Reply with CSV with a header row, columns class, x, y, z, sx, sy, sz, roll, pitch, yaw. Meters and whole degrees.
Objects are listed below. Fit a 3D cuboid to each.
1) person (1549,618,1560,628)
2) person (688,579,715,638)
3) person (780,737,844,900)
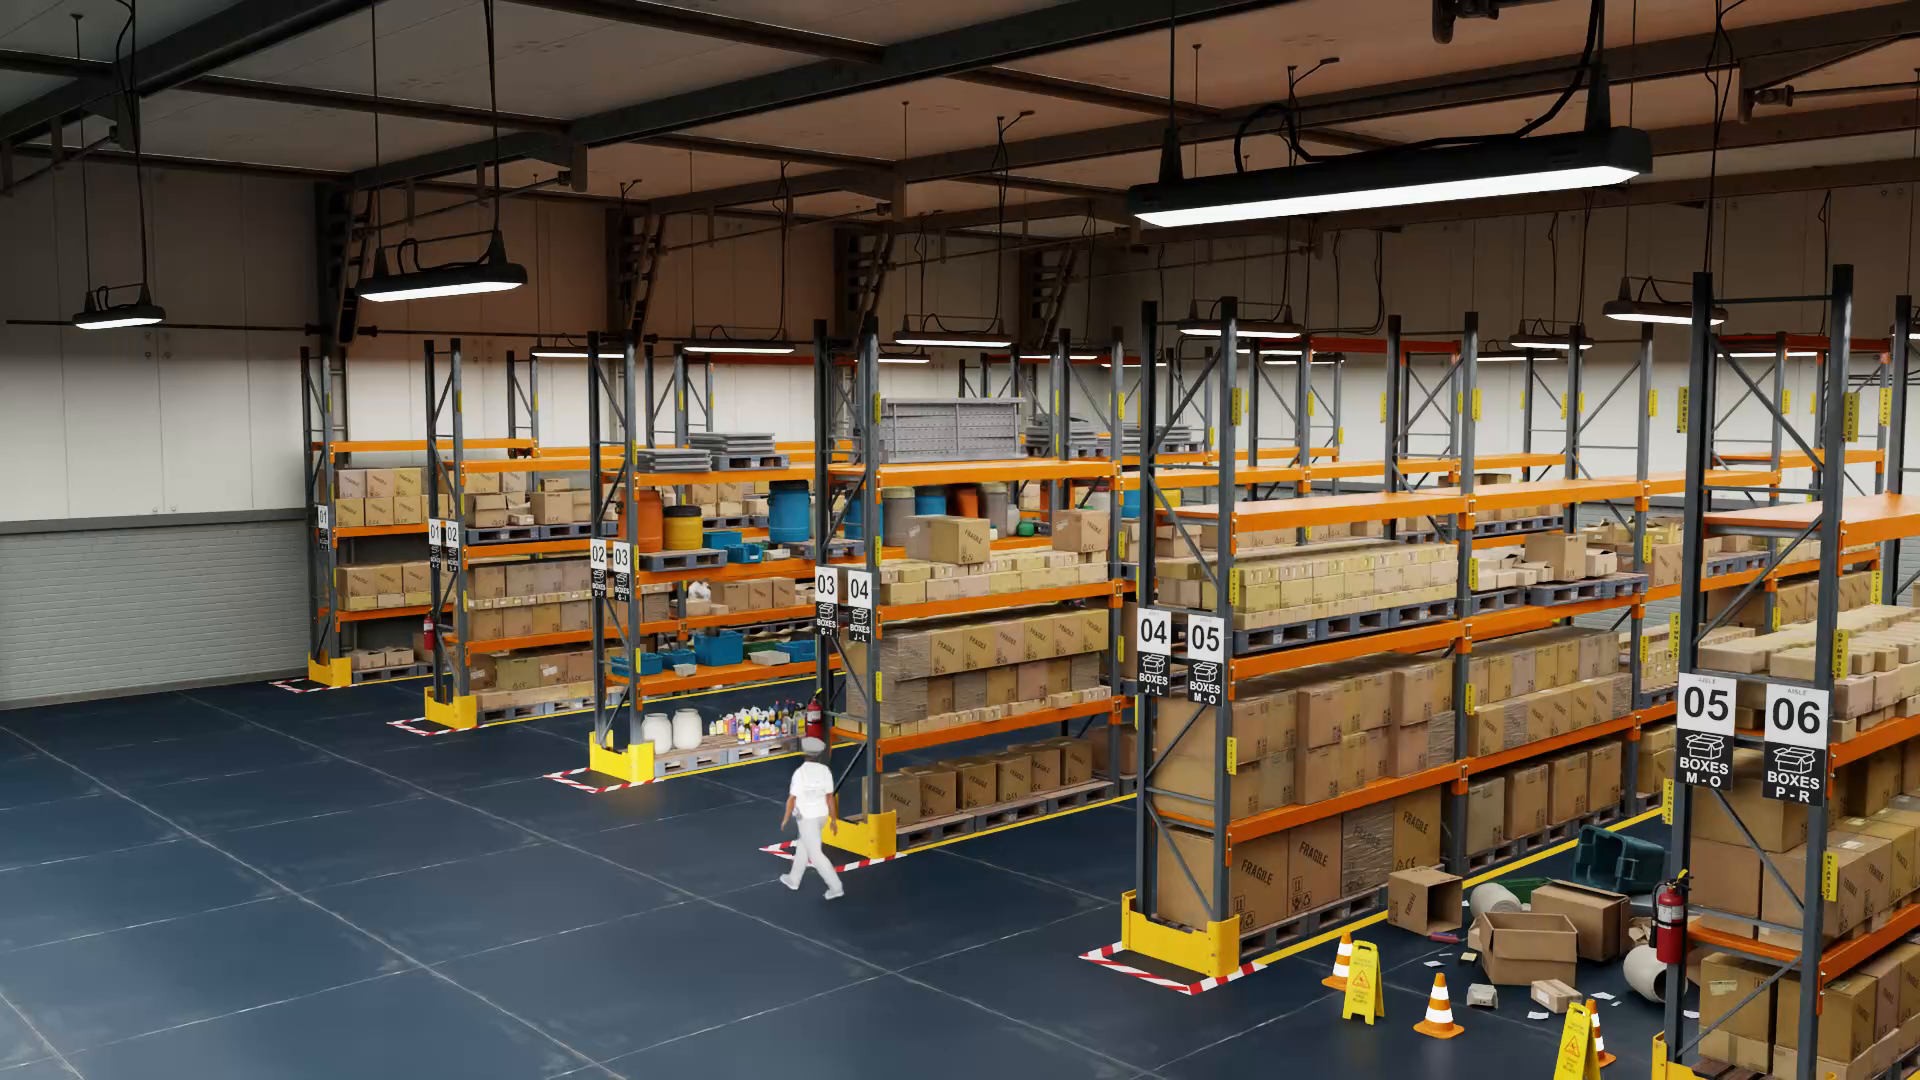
class,x,y,z,sx,sy,sz,roll,pitch,yaw
person,9.264,2.010,25.761,0.653,1.776,0.388,-3,6,-32
person,-5.011,1.426,32.419,0.515,1.765,0.552,2,5,19
person,-1.541,2.840,17.060,1.002,1.639,0.443,3,6,30
